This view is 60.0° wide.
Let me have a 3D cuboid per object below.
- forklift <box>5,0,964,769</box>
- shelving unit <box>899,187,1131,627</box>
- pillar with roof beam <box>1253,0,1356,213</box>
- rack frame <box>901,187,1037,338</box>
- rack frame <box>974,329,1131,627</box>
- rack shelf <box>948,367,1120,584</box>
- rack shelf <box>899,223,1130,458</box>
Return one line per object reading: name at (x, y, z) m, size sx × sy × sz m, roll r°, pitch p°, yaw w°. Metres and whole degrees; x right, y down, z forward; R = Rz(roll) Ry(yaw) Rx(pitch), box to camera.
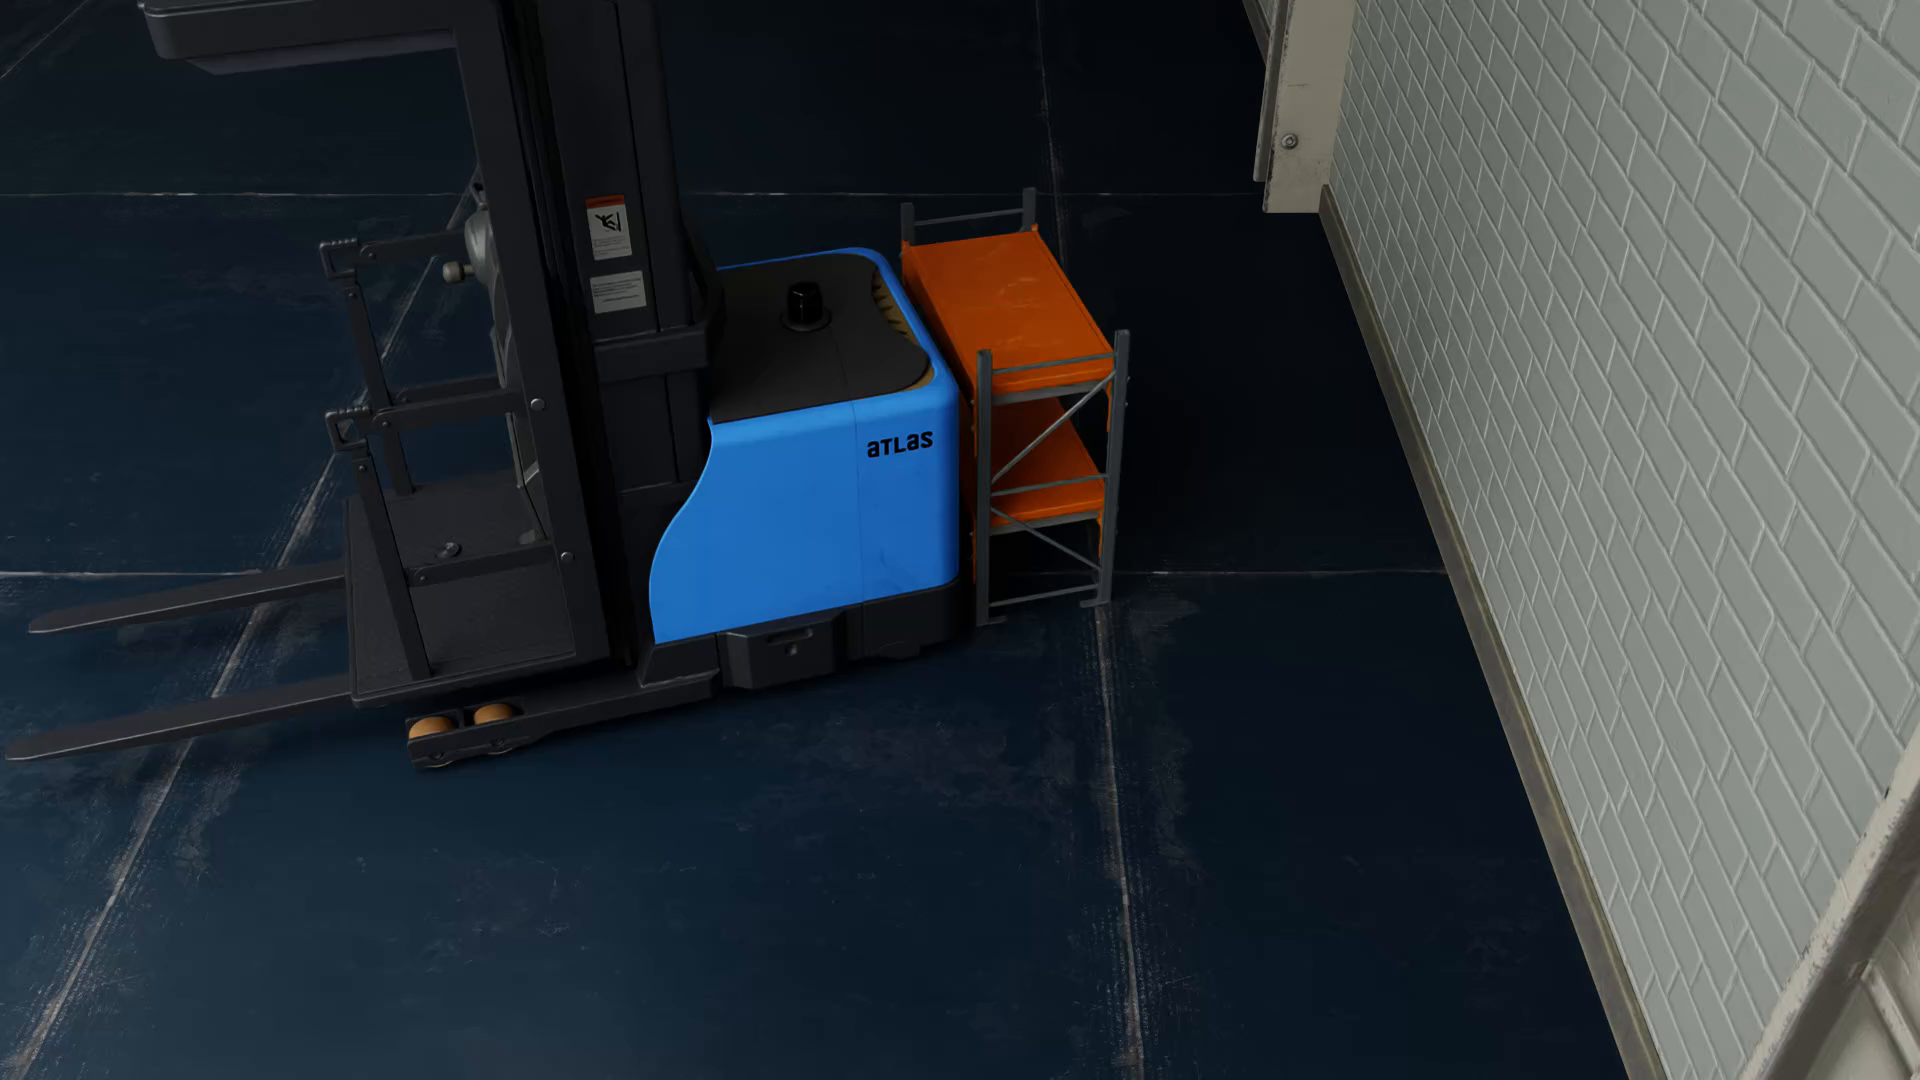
forklift at (-1.563, -0.785, 4.886) m, size 3.031 × 2.935 × 1.130 m, roll -11°, pitch 40°, yaw -14°
shelving unit at (0.165, -0.489, 5.961) m, size 0.538 × 1.125 × 1.048 m, roll -10°, pitch 40°, yaw -12°
pillar with roof beam at (-2.637, -5.265, 5.624) m, size 9.100 × 9.000 × 0.400 m, roll 0°, pitch 39°, yaw 0°
rack frame at (0.033, -0.796, 6.344) m, size 0.500 × 1.125 × 0.032 m, roll -10°, pitch 40°, yaw -12°
rack frame at (0.297, -0.182, 5.578) m, size 0.500 × 1.125 × 0.032 m, roll -10°, pitch 40°, yaw -12°
rack shelf at (0.165, -0.299, 6.114) m, size 0.538 × 0.278 × 1.000 m, roll -10°, pitch 40°, yaw -12°
rack shelf at (0.165, -0.718, 5.778) m, size 0.538 × 0.278 × 1.000 m, roll -10°, pitch 40°, yaw -12°
